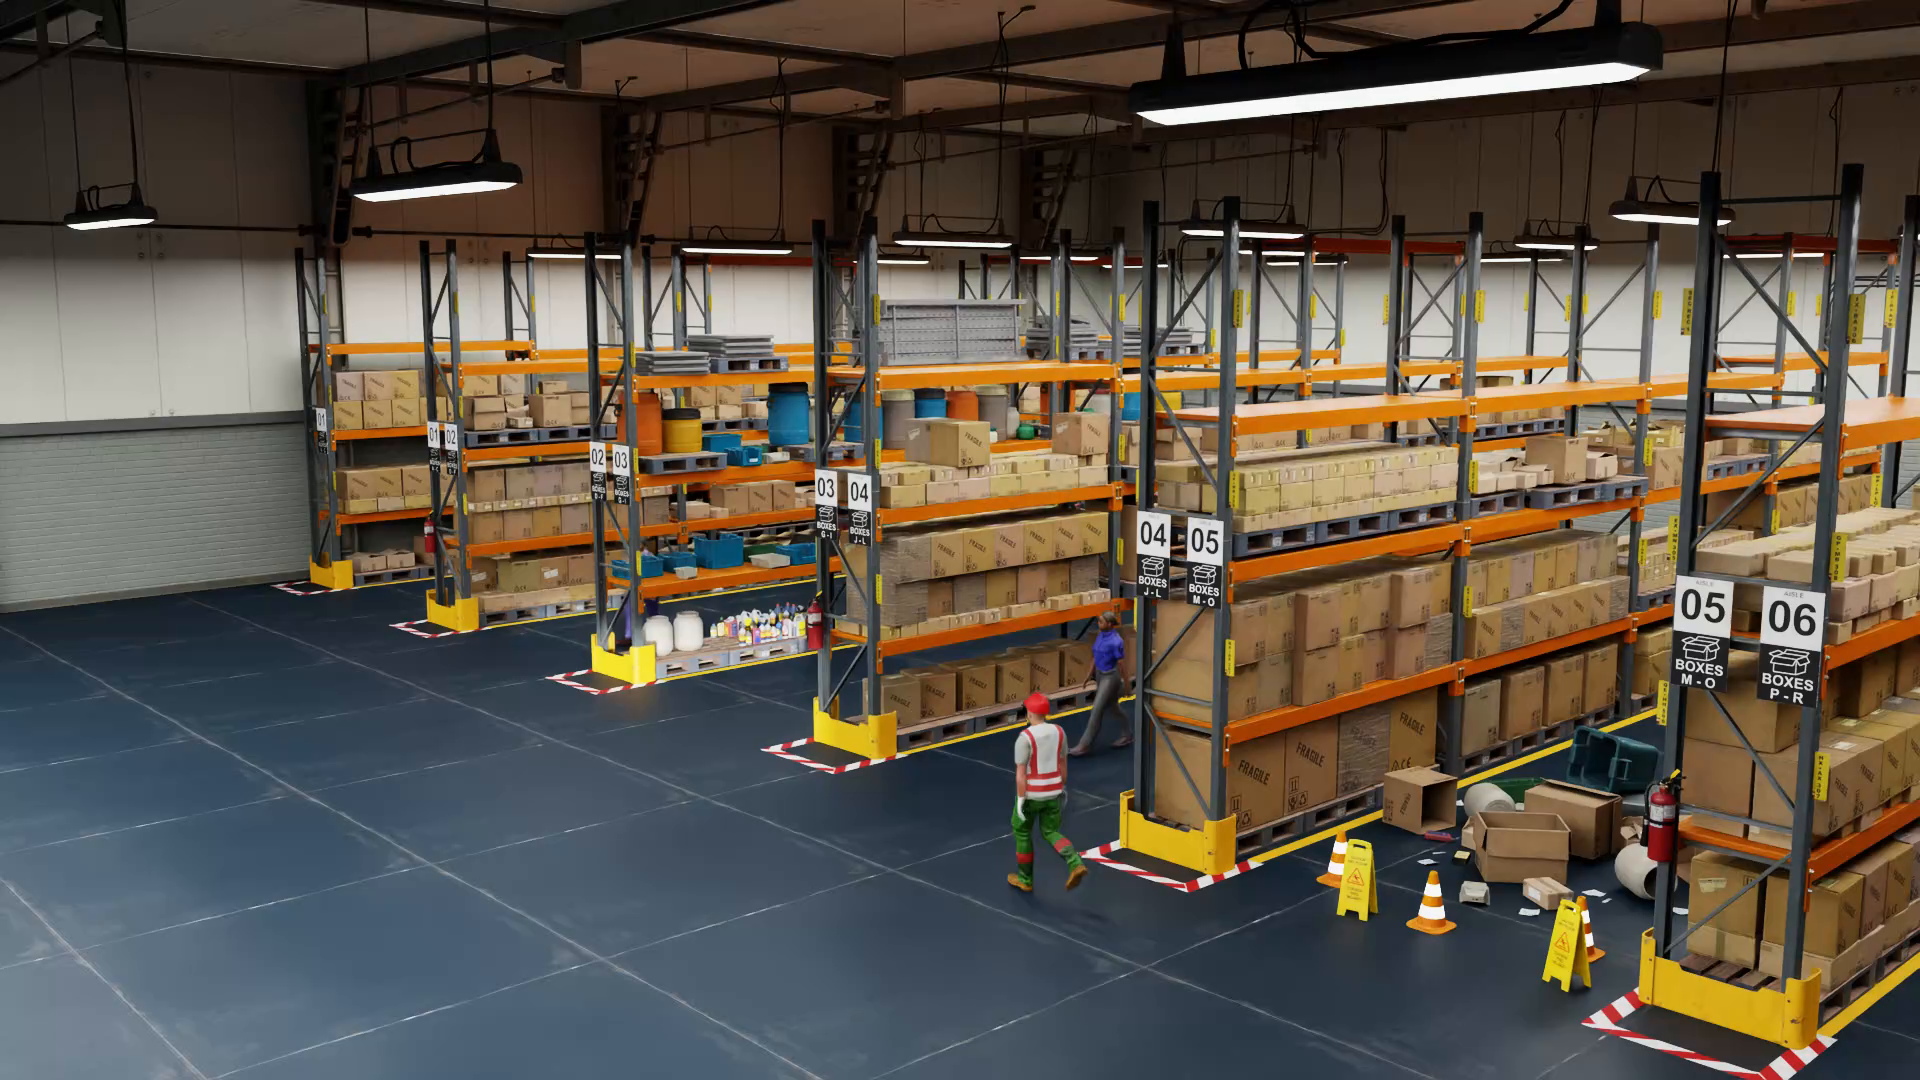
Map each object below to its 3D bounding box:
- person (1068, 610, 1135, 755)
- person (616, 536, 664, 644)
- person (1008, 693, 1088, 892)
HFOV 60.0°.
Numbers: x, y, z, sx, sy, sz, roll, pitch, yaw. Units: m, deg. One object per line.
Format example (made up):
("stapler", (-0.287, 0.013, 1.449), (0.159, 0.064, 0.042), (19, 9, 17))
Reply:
("person", (1.598, 1.594, 18.906), (0.938, 1.607, 0.484), (-3, 9, -19))
("person", (-4.716, 0.730, 24.862), (0.514, 1.608, 0.899), (5, 10, 30))
("person", (0.728, 2.198, 14.314), (0.557, 1.771, 0.826), (-7, 11, -38))
